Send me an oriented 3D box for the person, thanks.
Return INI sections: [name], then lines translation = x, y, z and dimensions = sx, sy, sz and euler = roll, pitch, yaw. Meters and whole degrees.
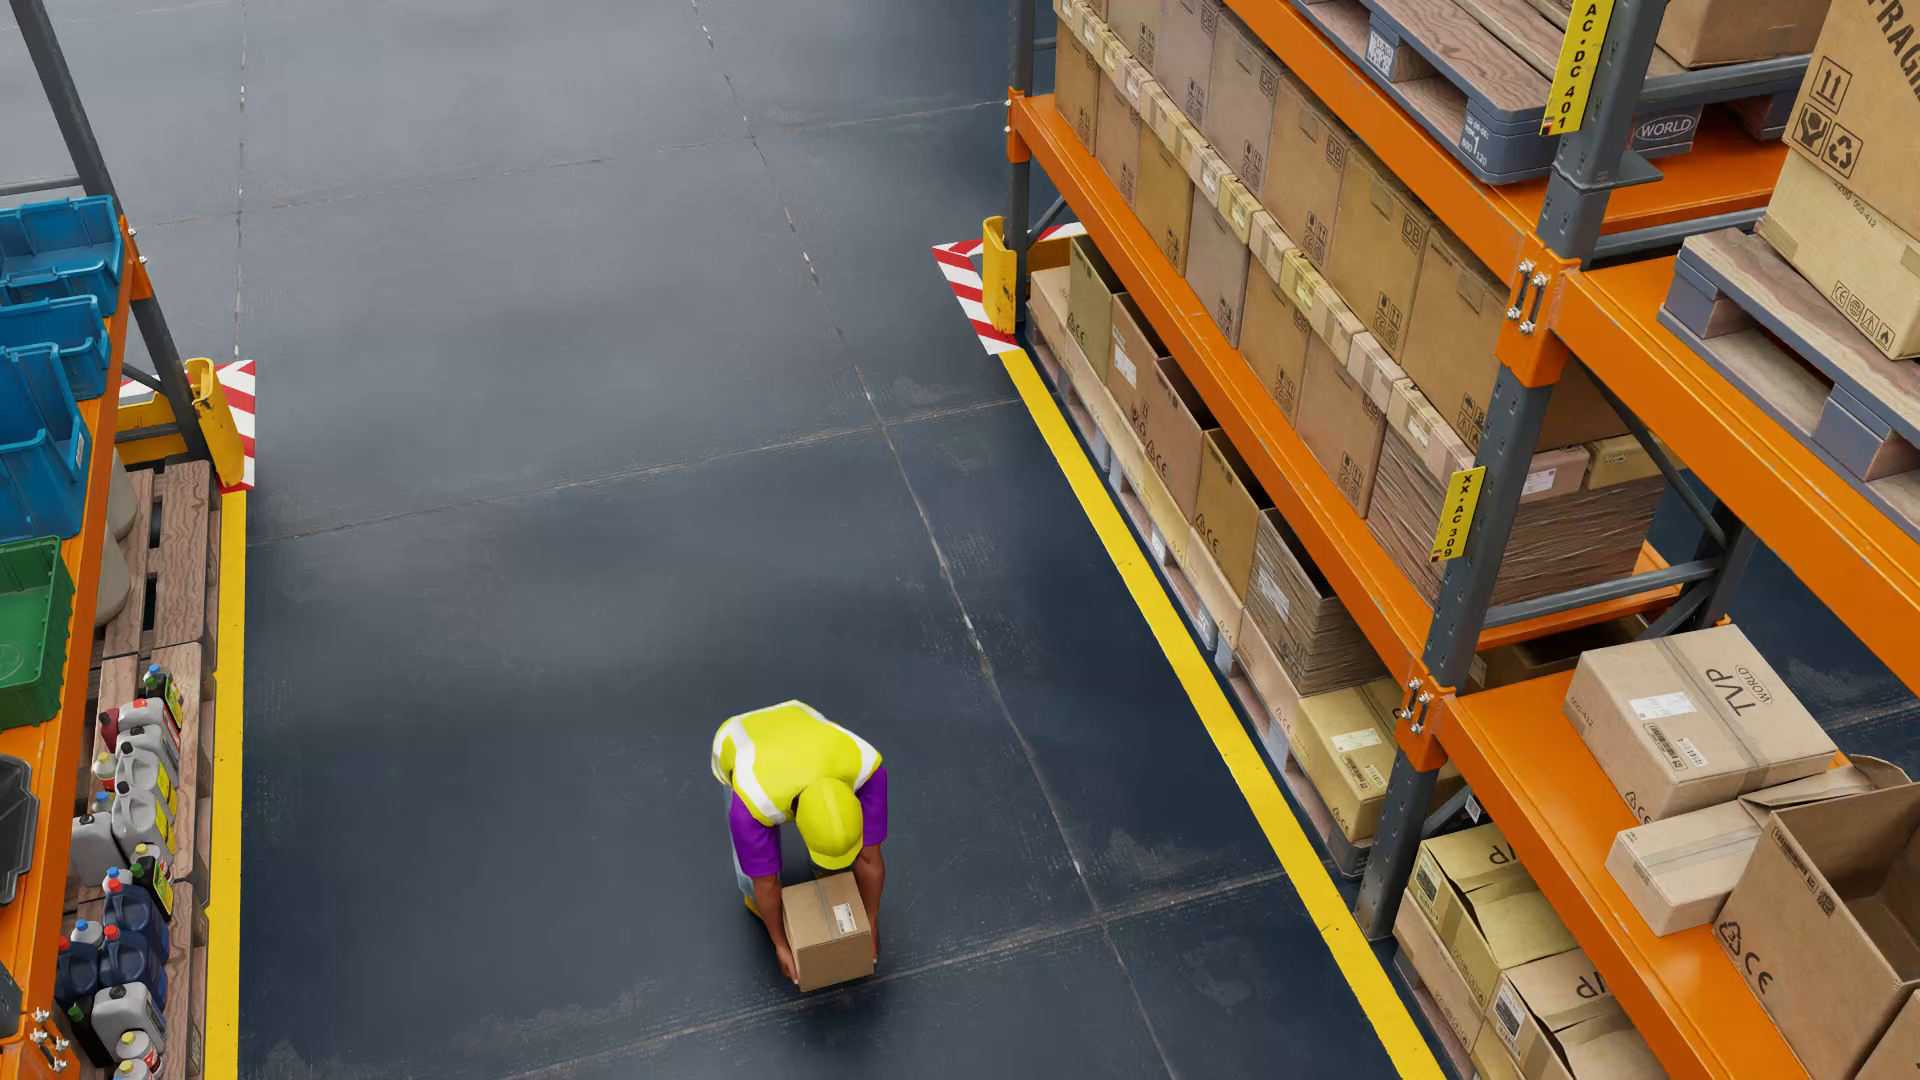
[person]
translation = -0.525, 0.951, 5.658
dimensions = 0.537, 1.009, 0.914
euler = -13, 44, -14
